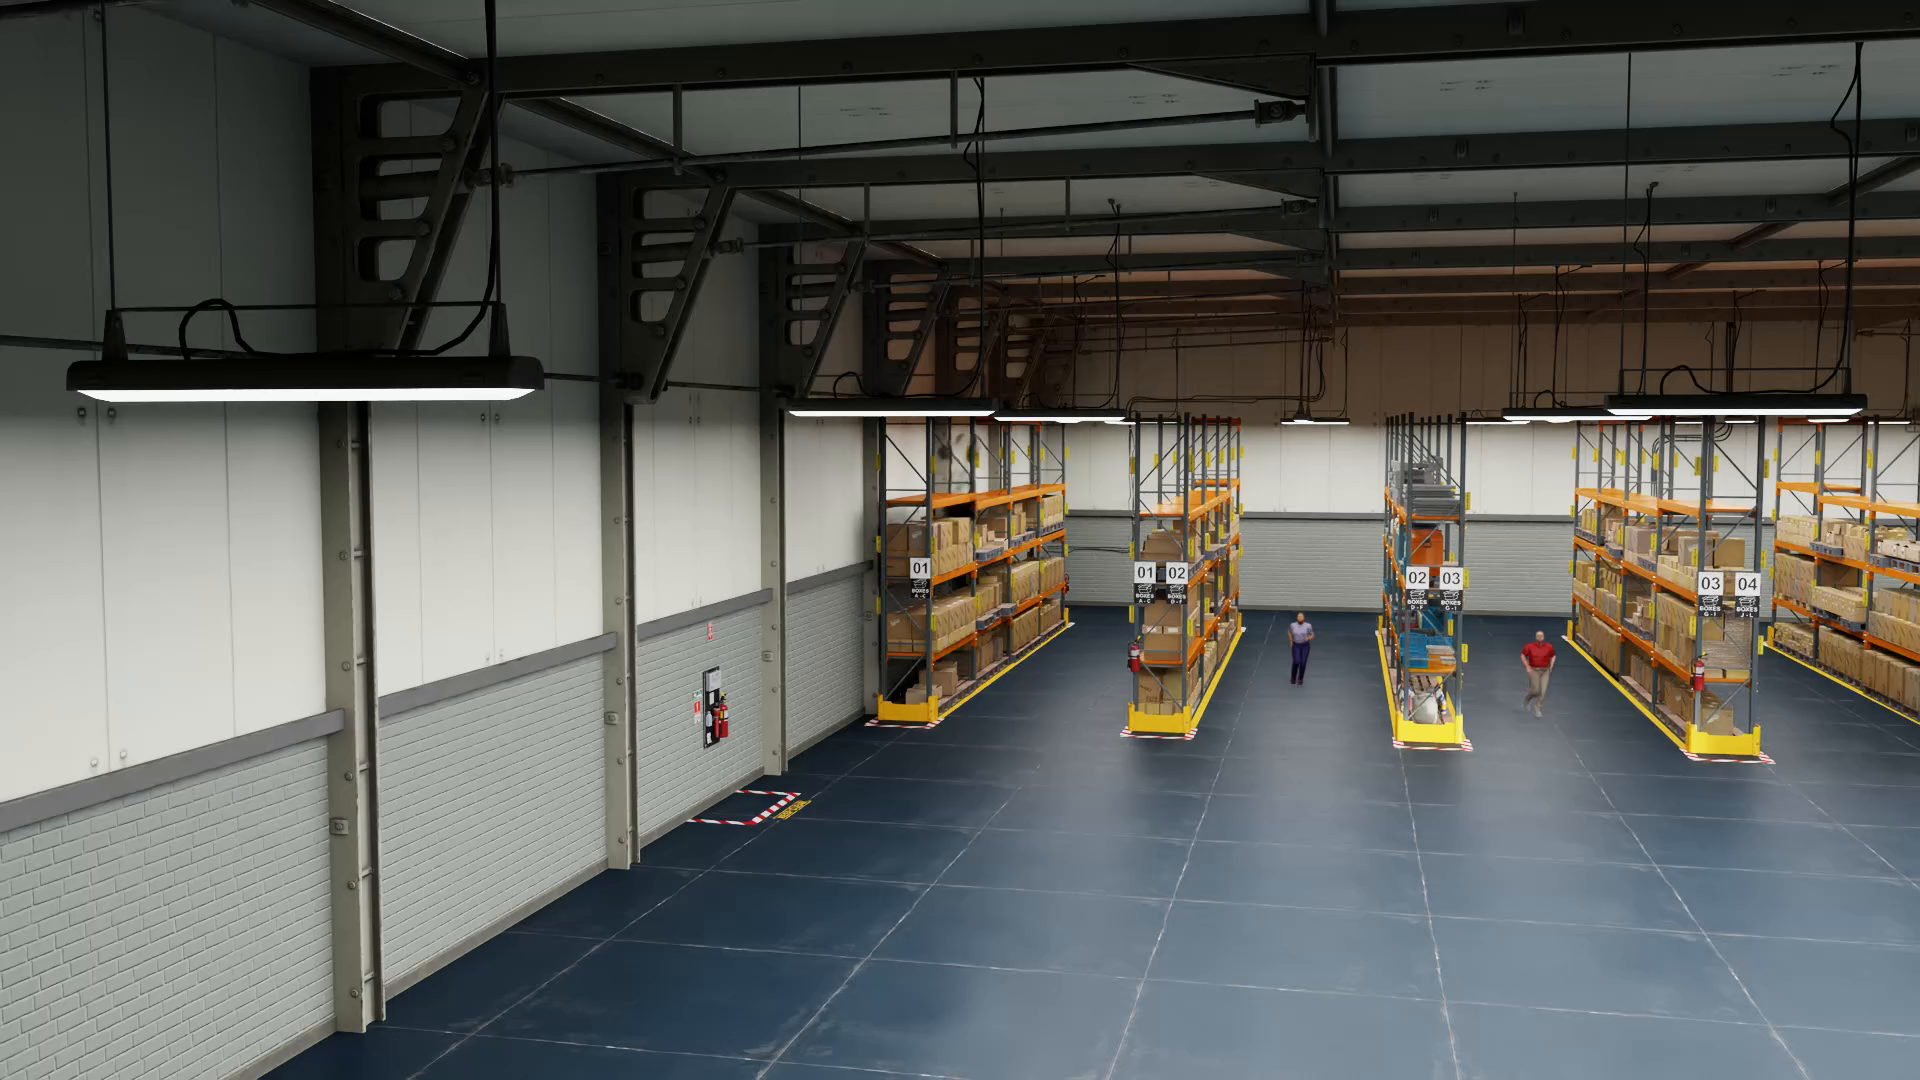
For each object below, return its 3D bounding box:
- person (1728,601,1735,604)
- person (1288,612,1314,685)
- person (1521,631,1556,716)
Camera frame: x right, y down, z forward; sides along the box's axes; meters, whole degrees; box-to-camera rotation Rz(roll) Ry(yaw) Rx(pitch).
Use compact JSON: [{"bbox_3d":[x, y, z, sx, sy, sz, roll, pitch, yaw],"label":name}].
[{"bbox_3d":[19.713,2.022,42.057,0.712,1.743,0.752,1,4,14],"label":"person"},{"bbox_3d":[7.569,2.437,36.922,0.580,1.601,0.638,1,4,11],"label":"person"},{"bbox_3d":[11.511,2.650,33.022,0.648,1.697,0.630,0,4,4],"label":"person"}]
